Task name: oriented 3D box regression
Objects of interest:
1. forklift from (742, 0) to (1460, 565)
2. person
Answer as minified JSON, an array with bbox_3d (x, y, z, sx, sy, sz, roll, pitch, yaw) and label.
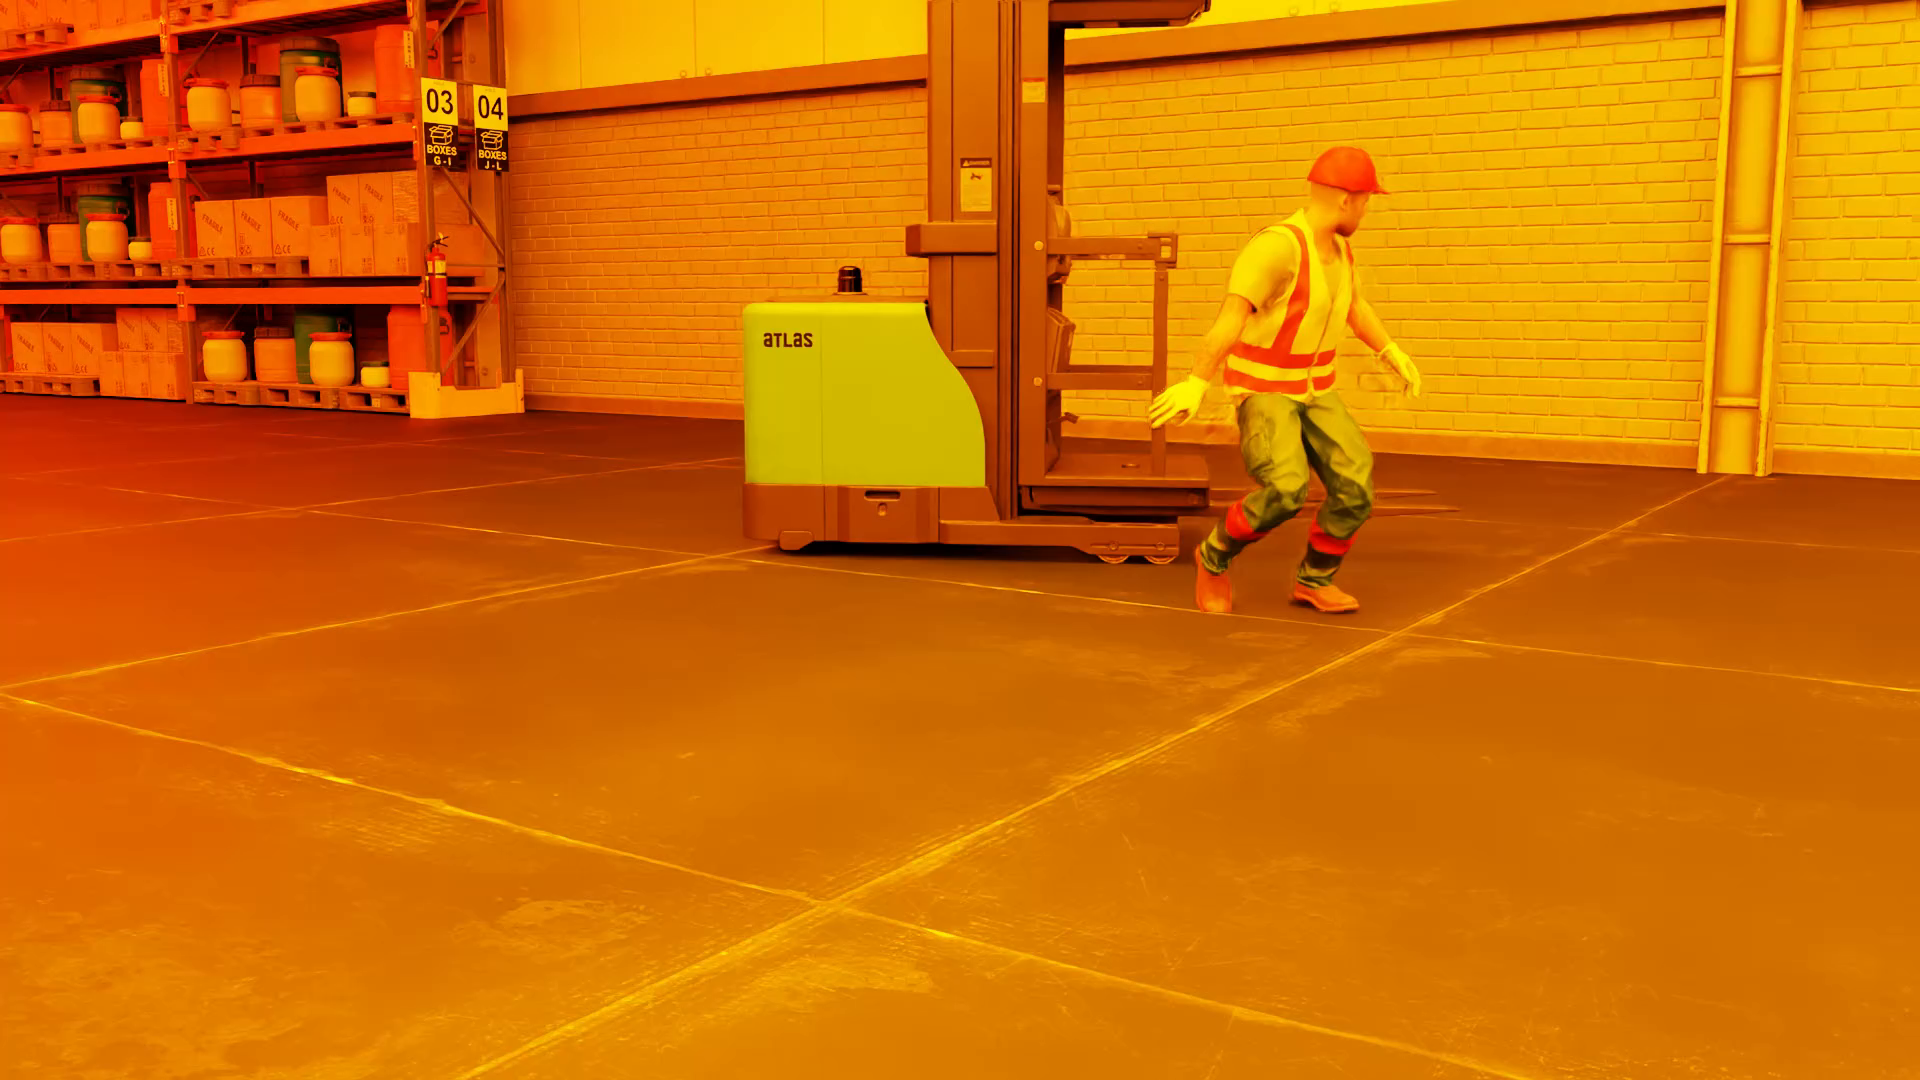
[{"bbox_3d":[0.617,-1.429,7.241,3.031,2.935,1.130,1,8,7],"label":"forklift"},{"bbox_3d":[1.092,-0.504,5.655,0.999,1.622,0.532,-5,10,-33],"label":"person"}]
